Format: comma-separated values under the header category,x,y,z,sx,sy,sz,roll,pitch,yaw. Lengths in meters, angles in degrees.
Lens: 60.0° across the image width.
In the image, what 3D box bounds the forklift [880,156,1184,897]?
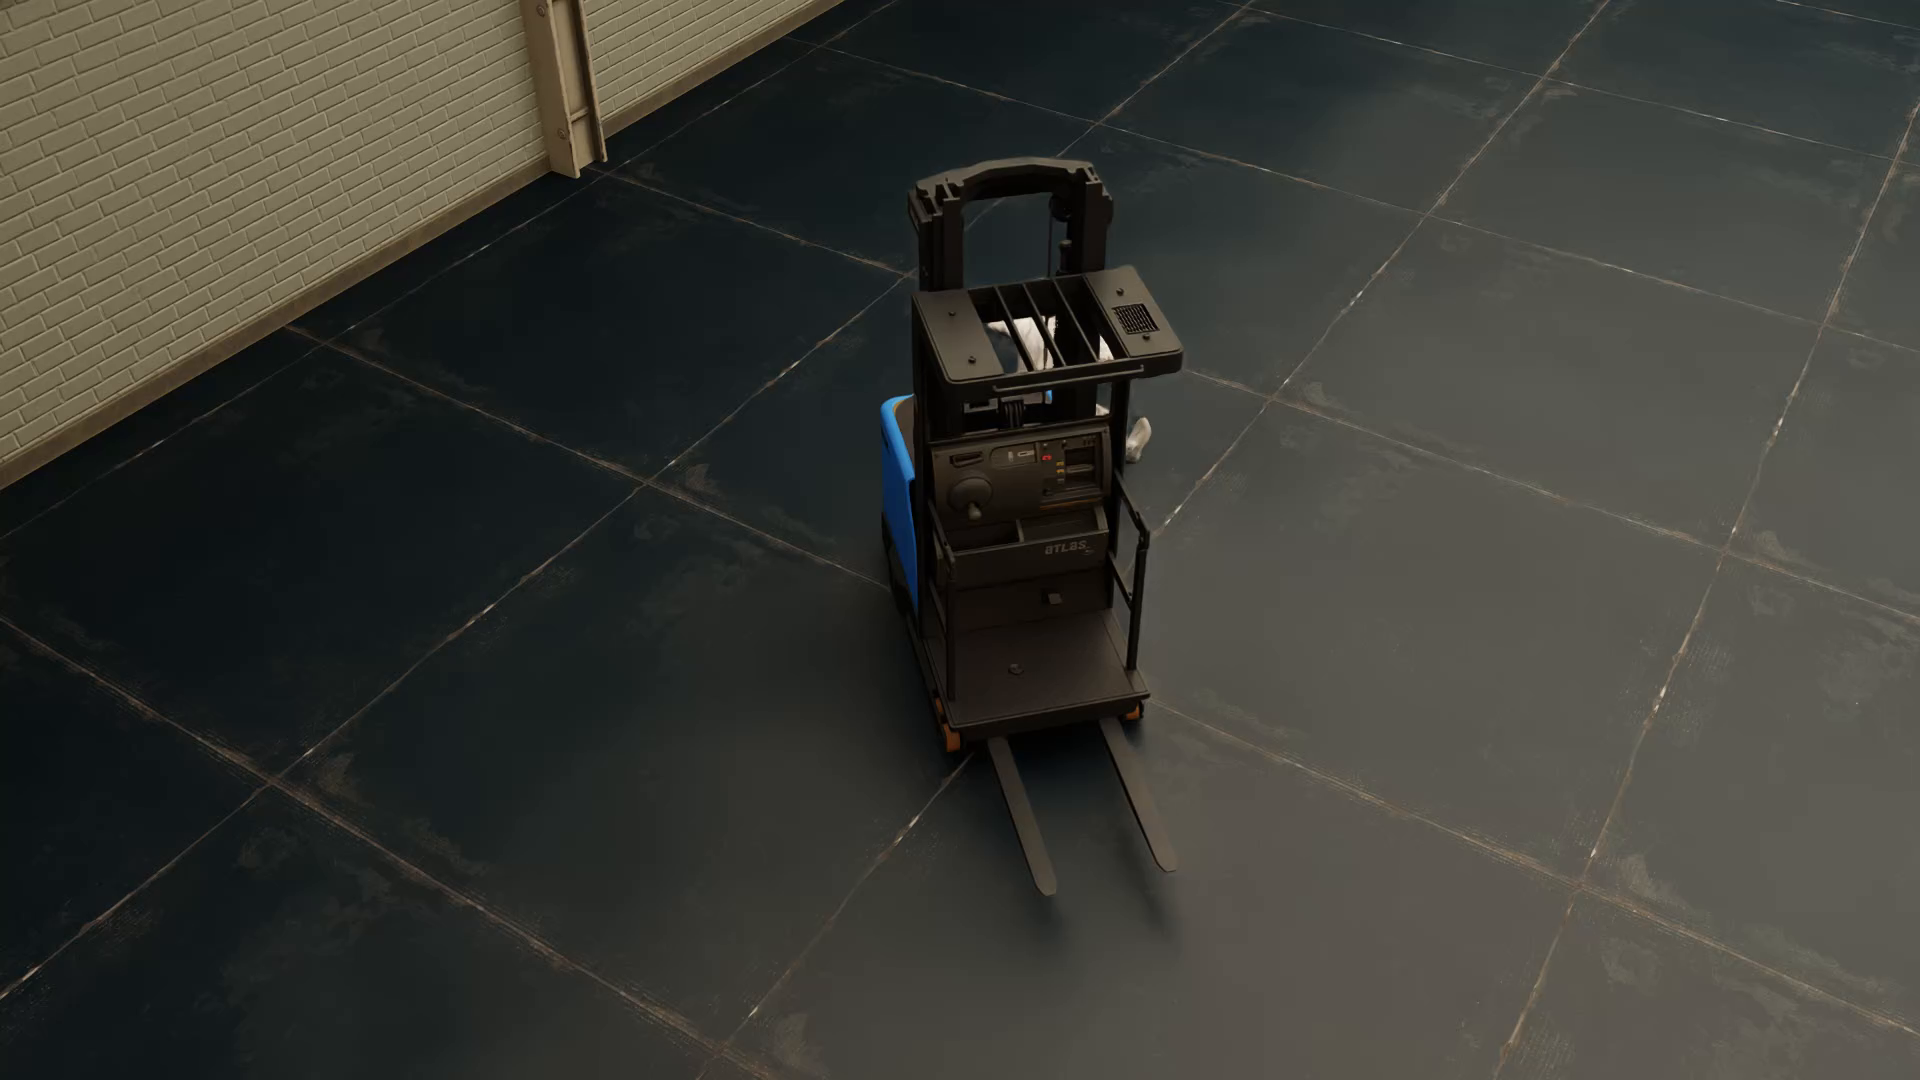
category,x,y,z,sx,sy,sz,roll,pitch,yaw
forklift,0.369,-0.259,8.272,1.130,2.935,3.031,-9,41,-10

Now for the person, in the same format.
category,x,y,z,sx,sy,sz,roll,pitch,yaw
person,0.501,-0.962,10.306,1.312,1.378,0.878,11,42,13
